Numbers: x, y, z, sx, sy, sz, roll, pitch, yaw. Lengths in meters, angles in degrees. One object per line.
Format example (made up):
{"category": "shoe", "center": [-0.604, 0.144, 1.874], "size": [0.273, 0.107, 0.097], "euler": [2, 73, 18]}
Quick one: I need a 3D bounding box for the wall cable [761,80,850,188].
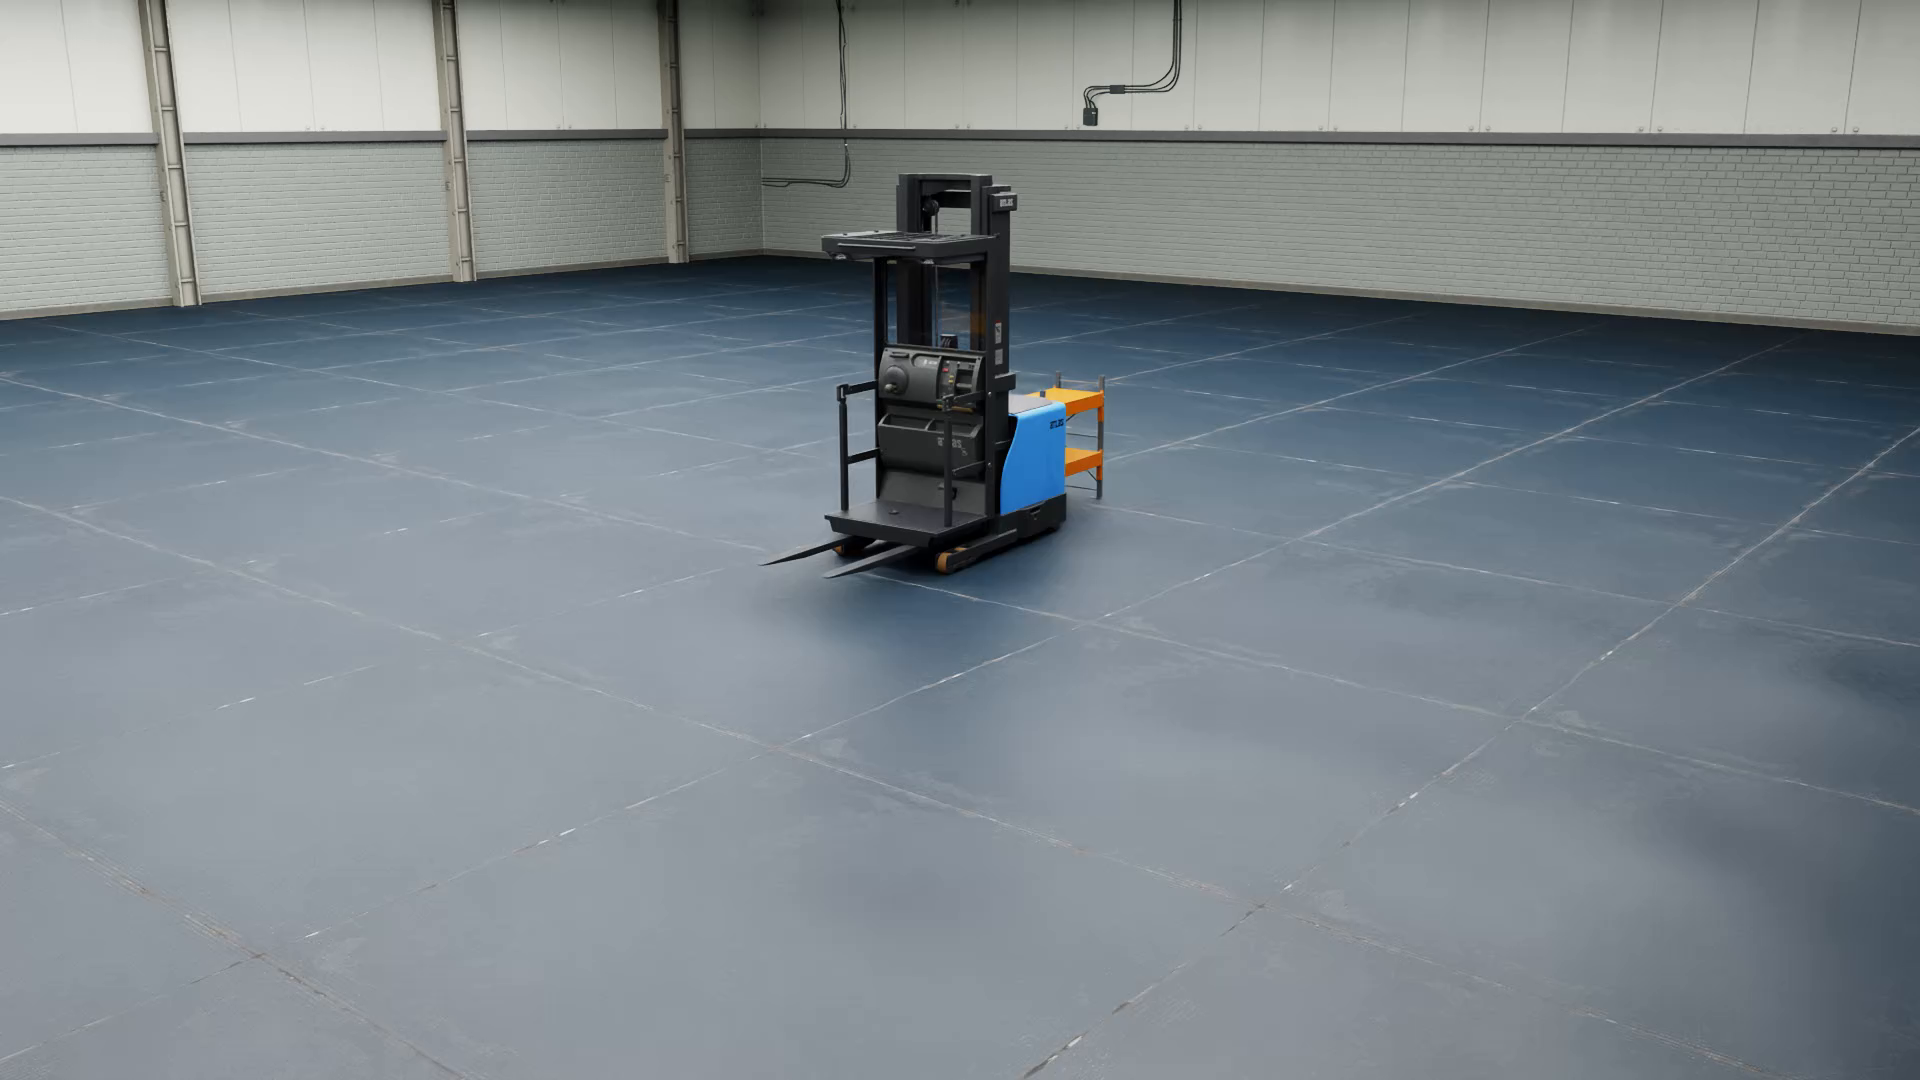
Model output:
{"category": "wall cable", "center": [-3.848, -9.856, 40.450], "size": [3.097, 2.526, 0.112], "euler": [11, 18, 38]}

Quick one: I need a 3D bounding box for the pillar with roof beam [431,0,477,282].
{"category": "pillar with roof beam", "center": [-7.151, -9.186, 31.507], "size": [9.100, 9.000, 0.400], "euler": [11, 18, 38]}

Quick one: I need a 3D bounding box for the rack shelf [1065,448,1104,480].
{"category": "rack shelf", "center": [0.792, -0.612, 14.740], "size": [0.538, 0.278, 1.000], "euler": [9, 17, 33]}

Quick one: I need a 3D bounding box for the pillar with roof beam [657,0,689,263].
{"category": "pillar with roof beam", "center": [-3.380, -10.335, 36.030], "size": [9.100, 9.000, 0.400], "euler": [11, 18, 38]}

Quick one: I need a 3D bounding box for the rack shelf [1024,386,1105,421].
{"category": "rack shelf", "center": [0.792, -1.133, 14.608], "size": [0.538, 0.278, 1.000], "euler": [9, 17, 33]}

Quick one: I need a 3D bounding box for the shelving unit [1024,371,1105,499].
{"category": "shelving unit", "center": [0.792, -0.849, 14.680], "size": [0.538, 1.125, 1.048], "euler": [9, 17, 33]}

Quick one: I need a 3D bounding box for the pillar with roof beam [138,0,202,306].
{"category": "pillar with roof beam", "center": [-10.922, -8.037, 26.983], "size": [9.100, 9.000, 0.400], "euler": [11, 18, 38]}

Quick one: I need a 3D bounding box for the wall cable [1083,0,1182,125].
{"category": "wall cable", "center": [3.526, -11.537, 33.854], "size": [2.305, 6.003, 0.169], "euler": [11, 18, 38]}

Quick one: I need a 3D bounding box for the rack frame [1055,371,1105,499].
{"category": "rack frame", "center": [1.077, -0.953, 15.088], "size": [0.500, 1.125, 0.032], "euler": [9, 17, 33]}

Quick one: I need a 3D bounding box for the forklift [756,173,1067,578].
{"category": "forklift", "center": [-0.350, -1.294, 12.763], "size": [1.130, 2.935, 3.031], "euler": [10, 17, 33]}

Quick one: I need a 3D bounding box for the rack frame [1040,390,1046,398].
{"category": "rack frame", "center": [0.508, -0.745, 14.271], "size": [0.500, 1.125, 0.032], "euler": [9, 17, 33]}

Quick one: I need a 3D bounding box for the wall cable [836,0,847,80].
{"category": "wall cable", "center": [-1.744, -11.885, 38.180], "size": [3.097, 2.526, 0.112], "euler": [11, 18, 38]}
